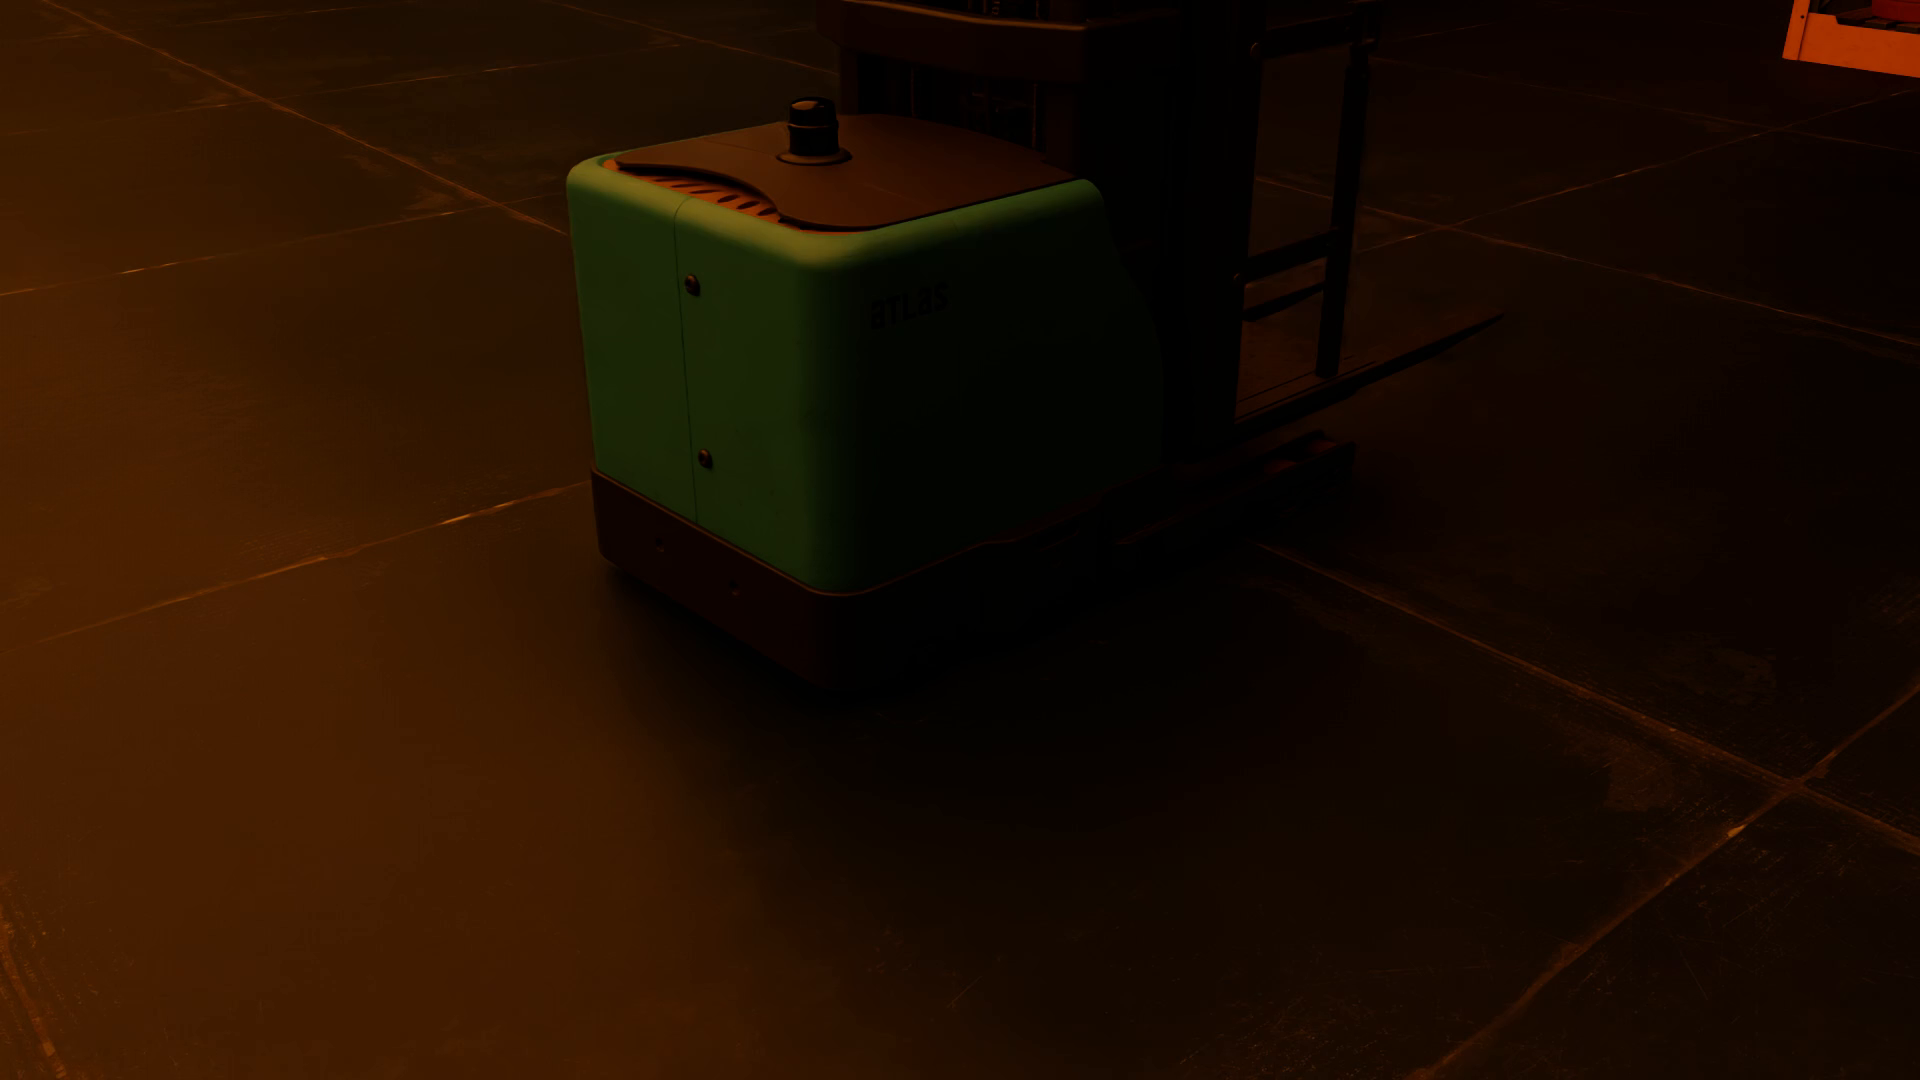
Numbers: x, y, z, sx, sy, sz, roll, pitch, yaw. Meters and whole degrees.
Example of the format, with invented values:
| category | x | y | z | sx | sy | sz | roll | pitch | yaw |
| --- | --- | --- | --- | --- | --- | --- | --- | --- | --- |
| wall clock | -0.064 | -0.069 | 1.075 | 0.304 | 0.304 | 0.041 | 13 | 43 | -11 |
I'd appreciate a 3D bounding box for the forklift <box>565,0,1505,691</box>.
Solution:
| category | x | y | z | sx | sy | sz | roll | pitch | yaw |
| --- | --- | --- | --- | --- | --- | --- | --- | --- | --- |
| forklift | 0.485 | -1.525 | 4.278 | 3.031 | 2.935 | 1.130 | -23 | 34 | -38 |
